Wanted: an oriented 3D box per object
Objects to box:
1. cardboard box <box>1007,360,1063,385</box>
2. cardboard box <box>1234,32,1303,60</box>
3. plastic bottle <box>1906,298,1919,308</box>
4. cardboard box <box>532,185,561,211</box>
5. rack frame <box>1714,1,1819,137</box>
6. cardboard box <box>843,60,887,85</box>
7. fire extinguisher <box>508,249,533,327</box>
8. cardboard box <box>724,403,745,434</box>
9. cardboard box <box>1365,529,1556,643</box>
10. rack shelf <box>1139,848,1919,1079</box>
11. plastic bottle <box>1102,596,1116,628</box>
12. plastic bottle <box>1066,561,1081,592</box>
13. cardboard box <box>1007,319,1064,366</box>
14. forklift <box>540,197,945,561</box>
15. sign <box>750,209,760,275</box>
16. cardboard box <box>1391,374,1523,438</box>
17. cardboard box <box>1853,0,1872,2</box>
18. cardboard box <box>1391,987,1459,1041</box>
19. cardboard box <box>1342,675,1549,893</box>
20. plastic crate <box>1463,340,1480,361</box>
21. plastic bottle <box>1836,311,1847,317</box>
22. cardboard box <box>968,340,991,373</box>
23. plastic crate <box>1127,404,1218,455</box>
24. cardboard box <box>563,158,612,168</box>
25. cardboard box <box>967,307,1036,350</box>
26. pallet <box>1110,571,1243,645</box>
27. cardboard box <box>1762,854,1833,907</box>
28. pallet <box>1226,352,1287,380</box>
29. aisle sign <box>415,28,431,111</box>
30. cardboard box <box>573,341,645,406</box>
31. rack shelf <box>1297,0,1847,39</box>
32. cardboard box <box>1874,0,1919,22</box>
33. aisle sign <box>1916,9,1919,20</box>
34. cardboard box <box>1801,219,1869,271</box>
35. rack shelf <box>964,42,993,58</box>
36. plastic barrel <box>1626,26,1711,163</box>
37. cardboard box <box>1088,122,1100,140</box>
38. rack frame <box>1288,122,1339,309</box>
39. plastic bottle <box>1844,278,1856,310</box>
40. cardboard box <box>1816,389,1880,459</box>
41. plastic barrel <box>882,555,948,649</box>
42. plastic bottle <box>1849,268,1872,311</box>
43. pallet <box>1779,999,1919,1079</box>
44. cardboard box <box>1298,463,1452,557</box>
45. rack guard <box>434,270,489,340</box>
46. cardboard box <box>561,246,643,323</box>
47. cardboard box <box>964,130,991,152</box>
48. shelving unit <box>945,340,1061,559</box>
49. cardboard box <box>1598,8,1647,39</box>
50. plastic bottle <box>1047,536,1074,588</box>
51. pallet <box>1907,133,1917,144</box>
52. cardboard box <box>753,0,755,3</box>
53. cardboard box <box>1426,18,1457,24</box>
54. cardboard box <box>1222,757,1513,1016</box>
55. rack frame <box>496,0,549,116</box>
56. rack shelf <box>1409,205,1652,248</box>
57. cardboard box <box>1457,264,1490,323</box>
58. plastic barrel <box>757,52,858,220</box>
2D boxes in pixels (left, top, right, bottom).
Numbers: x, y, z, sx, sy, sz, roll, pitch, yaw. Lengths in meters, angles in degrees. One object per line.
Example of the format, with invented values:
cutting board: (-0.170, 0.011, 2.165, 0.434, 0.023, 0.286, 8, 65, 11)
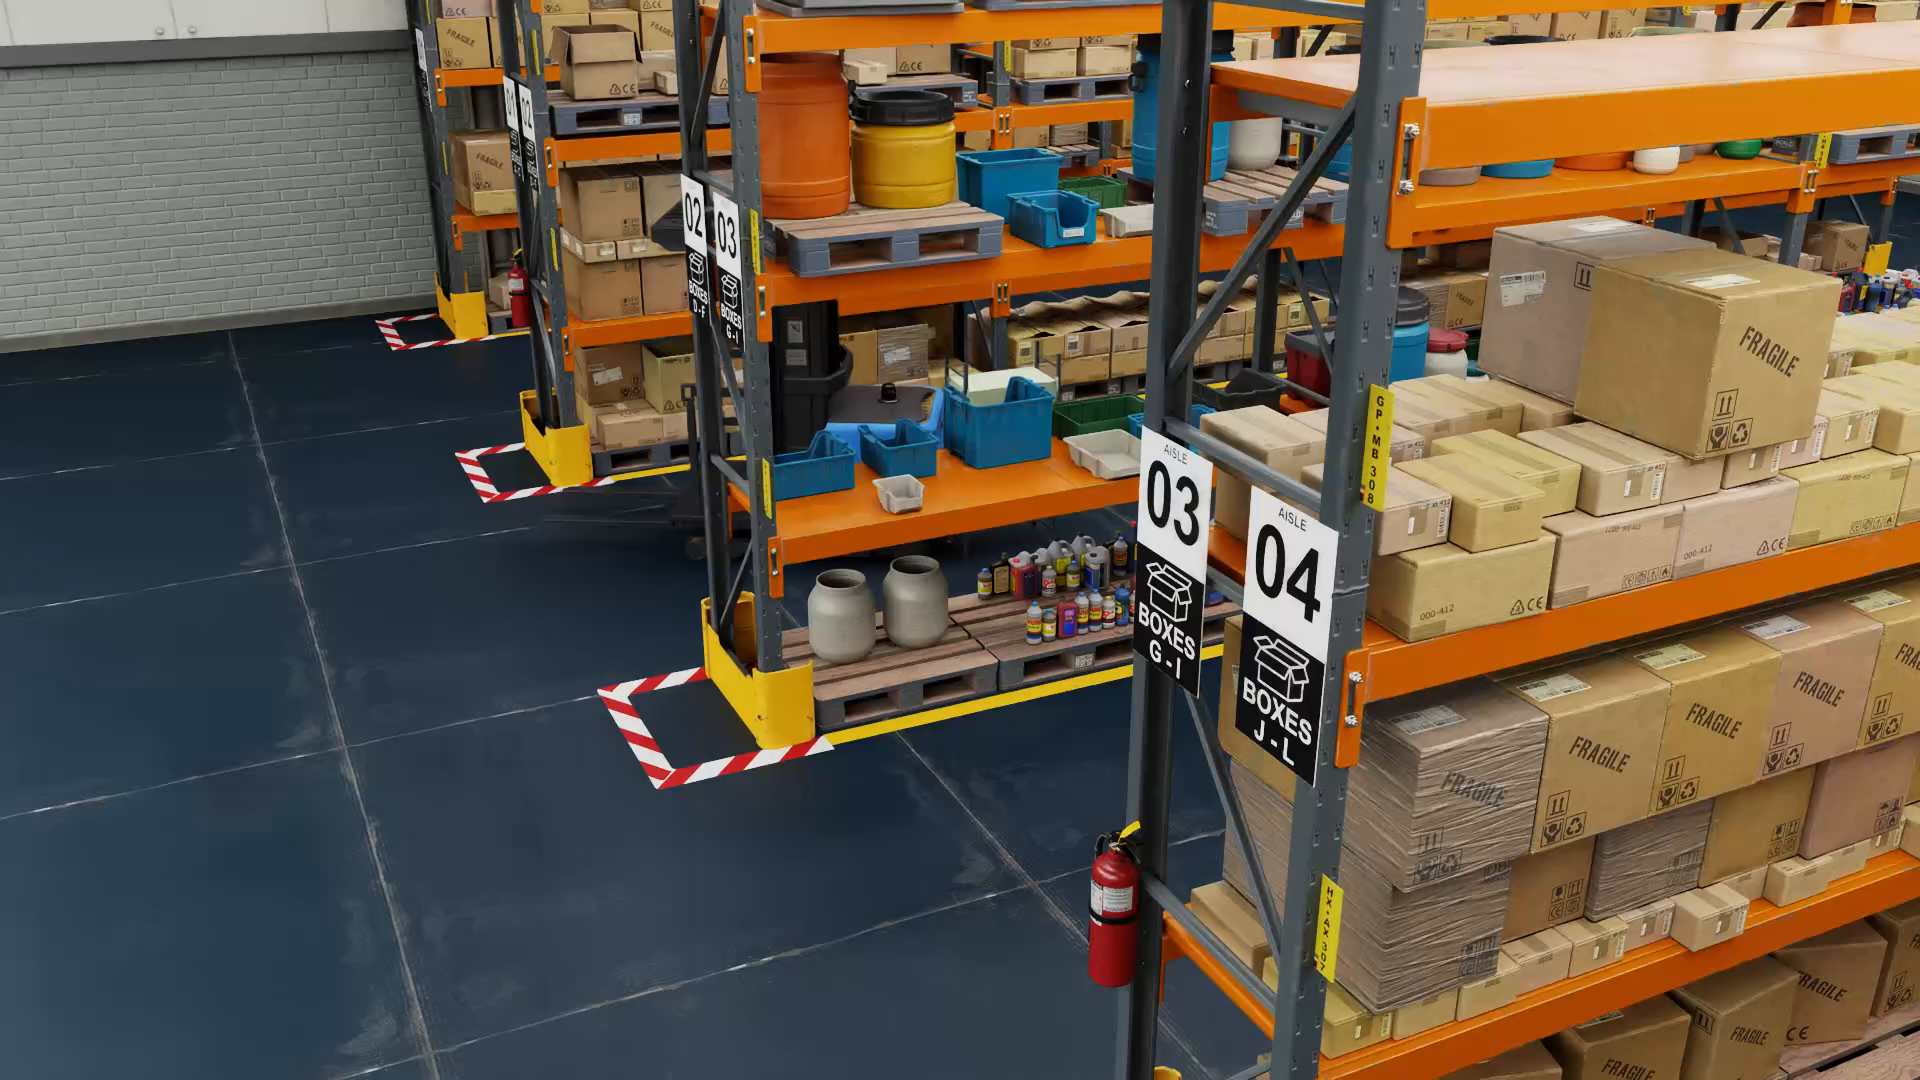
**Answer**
cardboard box: (0.634, -1.620, 15.789, 0.500, 0.250, 0.500, -11, 25, -25)
cardboard box: (2.918, -4.702, 15.912, 0.500, 0.250, 0.500, -10, 24, -22)
plastic bottle: (7.692, -1.804, 13.349, 0.135, 0.276, 0.152, -10, 25, -24)
cardboard box: (-4.554, -3.761, 18.084, 0.500, 0.250, 0.500, -11, 25, -25)
rack frame: (5.912, -4.443, 11.718, 0.127, 3.000, 1.000, -10, 25, -24)
cardboard box: (-0.805, -3.950, 14.044, 0.250, 0.149, 0.380, -10, 25, -24)
fire extinguisher: (-3.749, -2.157, 14.139, 0.183, 0.674, 0.296, -10, 25, -24)
cardboard box: (-1.962, -1.155, 14.664, 0.500, 0.250, 0.500, -10, 25, -24)
cardboard box: (1.398, 0.055, 4.969, 0.500, 0.250, 0.500, -10, 24, -22)
rack shelf: (2.654, 1.363, 6.475, 4.000, 0.370, 1.077, -10, 25, -24)
plastic bottle: (0.961, 0.462, 10.795, 0.097, 0.201, 0.097, 0, 22, 0)
plastic bottle: (0.772, 0.240, 11.332, 0.097, 0.201, 0.097, 0, 22, 0)
cardboard box: (0.643, -1.881, 15.685, 0.500, 0.311, 0.500, -10, 25, -23)
forklift: (-1.643, -1.397, 12.293, 3.031, 2.935, 1.130, 1, 23, 3)
sign: (-1.062, -1.544, 8.625, 0.005, 0.325, 0.100, -10, 25, -24)
cardboard box: (1.667, -0.428, 5.614, 0.250, 0.149, 0.380, -10, 25, -23)
cardboard box: (10.033, -6.455, 19.063, 0.500, 0.500, 0.700, -10, 25, -24)
cardboard box: (1.445, 1.479, 5.584, 0.250, 0.149, 0.380, -10, 25, -24)
cardboard box: (1.465, 0.720, 5.262, 0.500, 0.500, 0.500, -10, 25, -24)
plastic crate: (3.755, -1.296, 12.236, 0.662, 0.188, 0.450, -10, 25, -24)
plastic bottle: (6.859, -1.651, 12.979, 0.135, 0.276, 0.152, -10, 25, -24)
cardboard box: (0.411, -1.808, 16.241, 0.500, 0.250, 0.500, -11, 25, -24)
plastic crate: (1.428, -0.662, 10.621, 0.616, 0.251, 0.499, -10, 25, -24)
cardboard box: (-4.115, -4.183, 18.122, 0.500, 0.500, 0.500, -11, 25, -25)
cardboard box: (0.403, -2.064, 16.127, 0.500, 0.311, 0.500, -10, 25, -24)
pallet: (1.685, 0.378, 11.561, 1.213, 0.211, 1.003, -10, 25, -24)
cardboard box: (3.032, 1.196, 6.267, 0.250, 0.149, 0.380, -10, 25, -24)
pallet: (3.008, -1.967, 17.227, 1.213, 0.211, 1.003, -10, 25, -24)
aisle sign: (-5.528, -4.844, 17.132, 0.004, 0.787, 0.394, -10, 25, -24)
cardboard box: (-3.087, -1.513, 14.550, 0.500, 0.500, 0.500, -10, 25, -24)
rack shelf: (4.110, -3.594, 11.131, 4.000, 0.370, 1.077, -10, 25, -24)
cardboard box: (10.623, -6.080, 19.138, 0.500, 0.250, 0.500, -10, 25, -24)
aisle sign: (11.170, -5.813, 19.472, 0.004, 0.787, 0.394, -10, 25, -24)
cardboard box: (10.592, -3.579, 20.168, 0.500, 0.500, 0.500, -10, 25, -24)
rack shelf: (-0.187, -5.807, 19.876, 4.000, 0.370, 1.077, -10, 25, -24)
plastic barrel: (5.078, -3.227, 12.048, 0.600, 0.901, 0.600, 0, 22, 0)
cardboard box: (1.927, -5.448, 21.443, 0.500, 0.500, 0.500, -10, 25, -23)
rack frame: (3.767, -3.379, 16.991, 0.127, 3.000, 1.000, -10, 25, -24)
plastic bottle: (7.435, -2.053, 13.940, 0.133, 0.283, 0.061, -10, 25, -24)
cardboard box: (2.822, -0.413, 5.580, 0.250, 0.149, 0.380, -11, 25, -26)
plastic barrel: (-0.285, 0.393, 10.583, 0.421, 0.512, 0.421, 0, 22, 0)
plastic bottle: (7.570, -2.117, 14.007, 0.185, 0.351, 0.144, -10, 25, -24)
pallet: (3.866, 2.111, 7.374, 1.213, 0.211, 1.003, -10, 25, -24)
cardboard box: (1.200, -0.104, 4.833, 0.250, 0.149, 0.380, -11, 25, -24)
rack guard: (-5.525, -2.616, 18.416, 0.348, 0.500, 1.175, -10, 25, -24)
cardboard box: (-3.015, -2.171, 13.942, 0.500, 0.500, 0.700, -10, 25, -24)
cardboard box: (0.083, -5.039, 20.296, 0.500, 0.500, 0.700, -10, 25, -24)
shelving unit: (0.311, -0.675, 12.420, 0.755, 1.500, 0.431, -9, 24, -21)
cardboard box: (6.886, -5.657, 17.761, 0.600, 0.600, 0.600, -13, 26, -29)
plastic bottle: (0.680, 0.136, 11.387, 0.185, 0.351, 0.144, -9, 24, -21)
pallet: (7.832, -3.281, 13.078, 1.213, 0.211, 1.003, -10, 25, -24)
cardboard box: (-2.323, -6.149, 18.296, 0.500, 0.500, 0.500, -13, 26, -28)
cardboard box: (4.623, -5.428, 16.581, 0.500, 0.500, 0.500, -10, 25, -24)
cardboard box: (1.359, 1.097, 5.658, 0.500, 0.500, 0.875, -10, 25, -24)
rack frame: (-3.441, -4.824, 12.638, 0.127, 3.000, 1.000, -10, 25, -24)
rack shelf: (5.569, -3.378, 17.930, 4.000, 0.370, 1.077, -10, 25, -24)
cardboard box: (5.693, -2.663, 17.954, 0.500, 0.500, 0.500, -11, 25, -25)
plastic barrel: (-0.914, -2.247, 9.224, 0.708, 0.830, 0.600, -10, 25, -24)
